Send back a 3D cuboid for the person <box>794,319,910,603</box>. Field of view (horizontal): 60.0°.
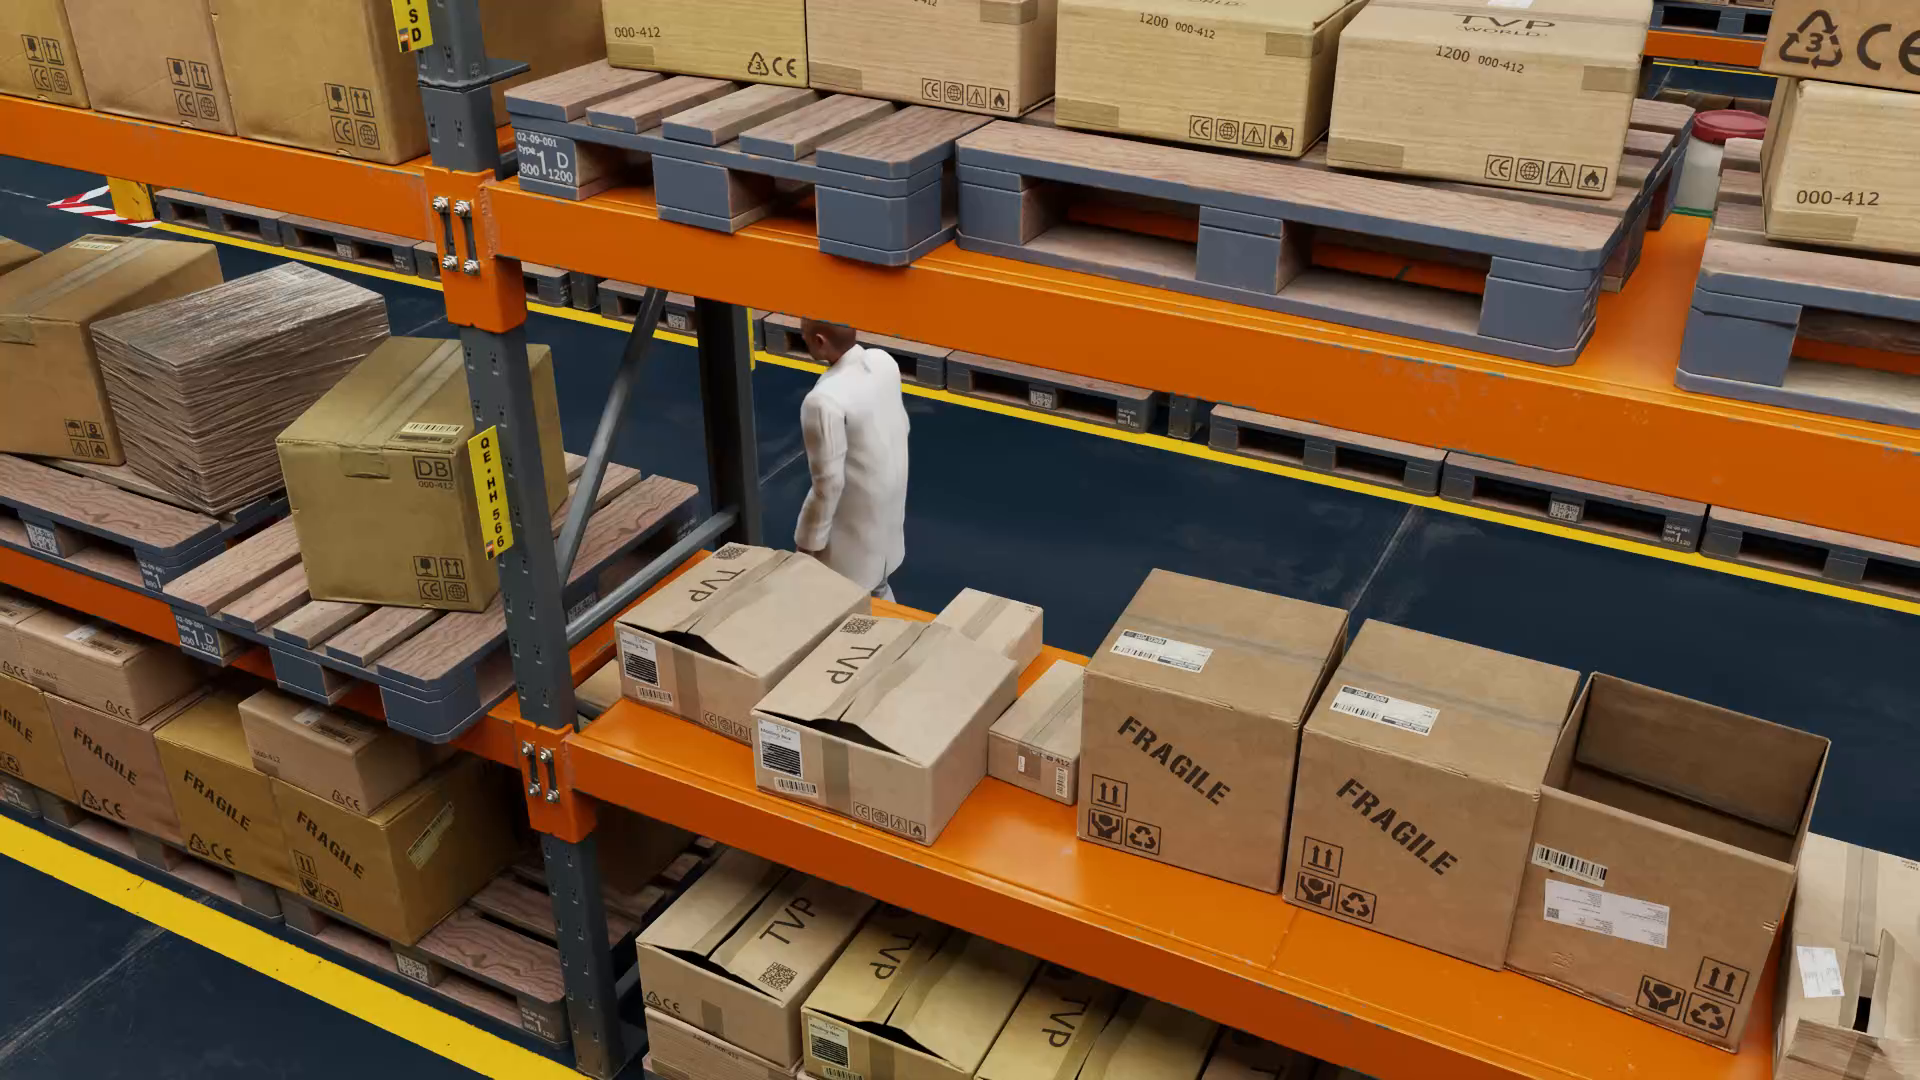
[{"bbox_3d":[-0.416,-0.091,6.303,0.428,1.774,0.644,14,33,24],"label":"person"}]
